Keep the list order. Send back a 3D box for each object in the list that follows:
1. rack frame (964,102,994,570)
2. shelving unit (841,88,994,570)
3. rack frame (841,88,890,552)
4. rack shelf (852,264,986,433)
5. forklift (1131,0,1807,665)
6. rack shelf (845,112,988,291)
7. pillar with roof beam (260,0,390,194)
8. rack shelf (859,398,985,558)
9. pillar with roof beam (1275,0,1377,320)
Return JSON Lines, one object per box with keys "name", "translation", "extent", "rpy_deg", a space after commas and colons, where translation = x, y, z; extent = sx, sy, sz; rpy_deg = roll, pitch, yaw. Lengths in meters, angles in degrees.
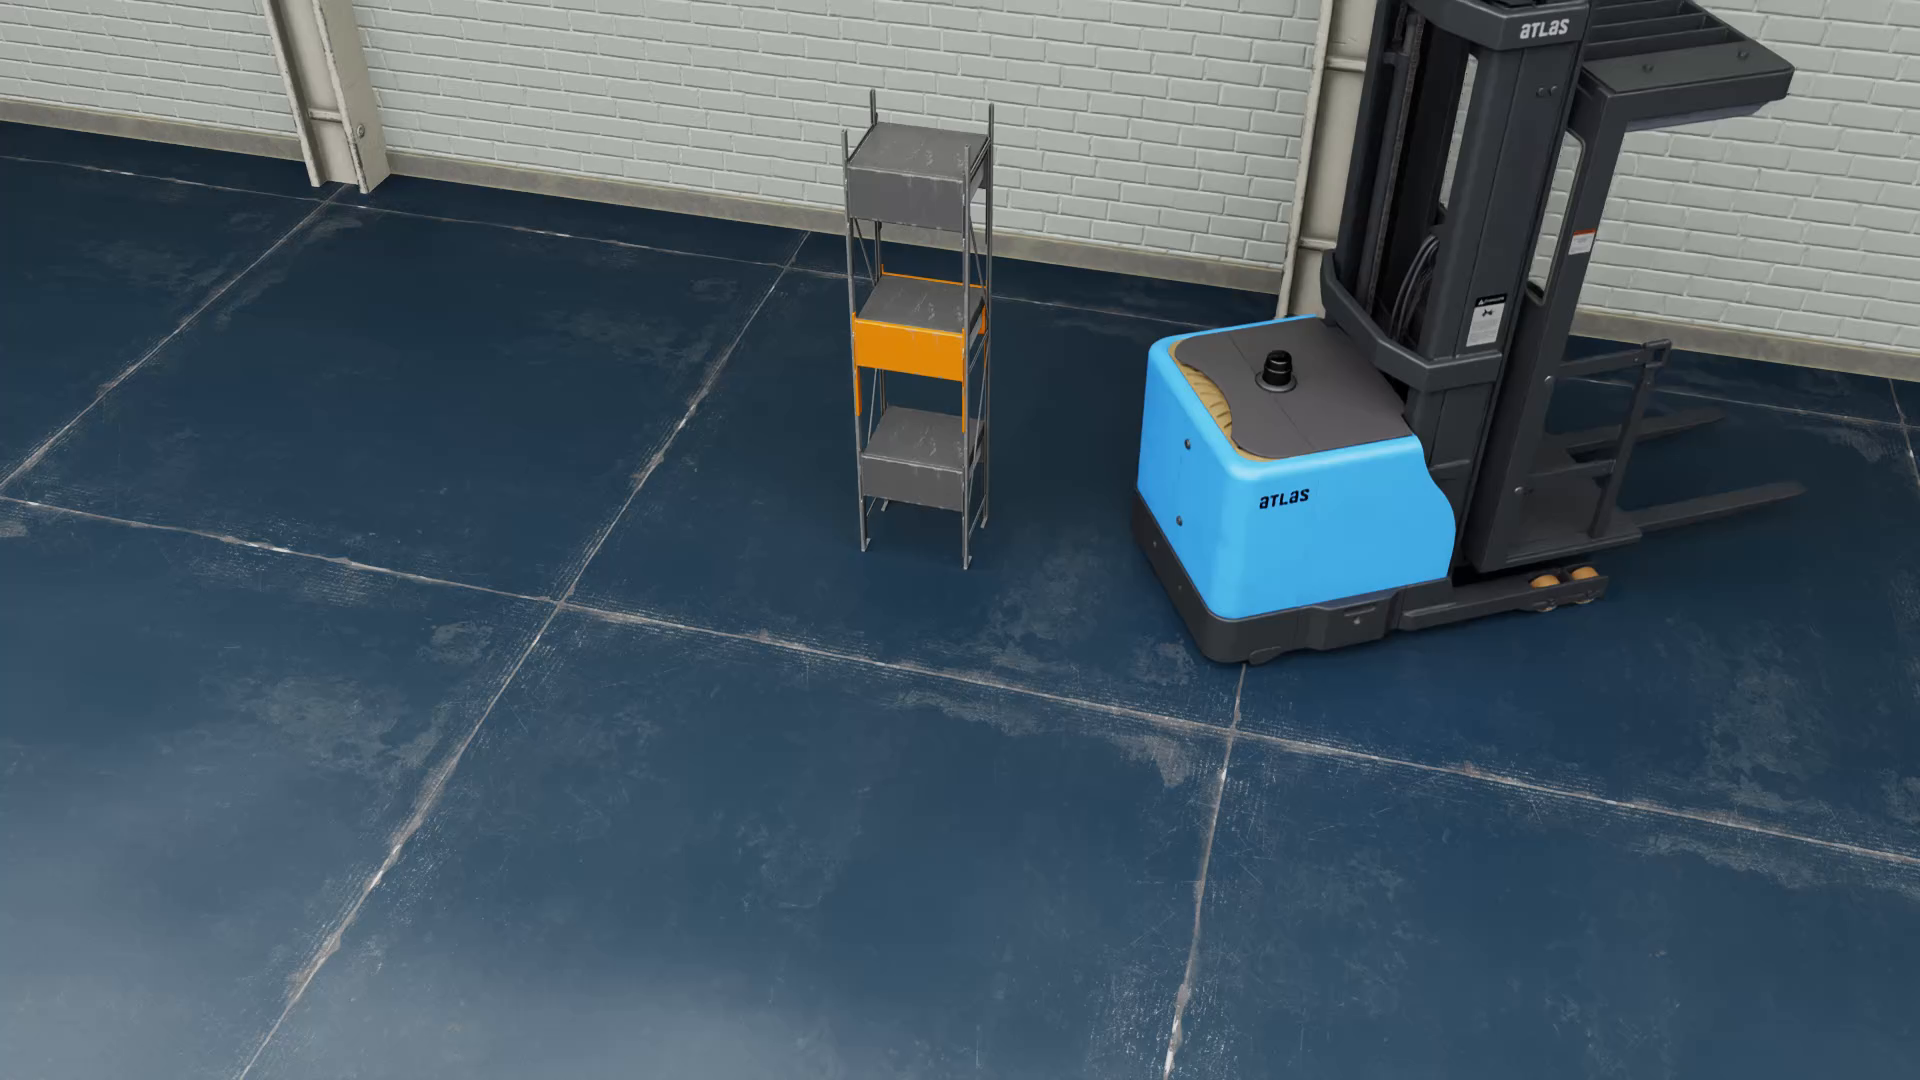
{"name": "rack frame", "translation": [0.076, -0.791, 7.059], "extent": [0.015, 2.100, 0.400], "rpy_deg": [10, 41, 11]}
{"name": "shelving unit", "translation": [-0.160, -0.832, 7.108], "extent": [0.503, 2.100, 0.431], "rpy_deg": [10, 41, 11]}
{"name": "rack frame", "translation": [-0.396, -0.872, 7.156], "extent": [0.015, 2.100, 0.400], "rpy_deg": [10, 41, 11]}
{"name": "rack shelf", "translation": [-0.160, -0.821, 7.116], "extent": [0.480, 0.518, 0.431], "rpy_deg": [10, 41, 11]}
{"name": "forklift", "translation": [2.367, -1.122, 6.806], "extent": [3.031, 2.935, 1.130], "rpy_deg": [-10, 41, -12]}
{"name": "rack shelf", "translation": [-0.160, -1.357, 6.666], "extent": [0.480, 0.518, 0.431], "rpy_deg": [10, 41, 11]}
{"name": "pillar with roof beam", "translation": [-4.935, -3.047, 4.381], "extent": [0.400, 9.000, 9.100], "rpy_deg": [10, 41, 11]}
{"name": "rack shelf", "translation": [-0.160, -0.285, 7.566], "extent": [0.480, 0.518, 0.431], "rpy_deg": [10, 41, 11]}
{"name": "pillar with roof beam", "translation": [0.862, -2.049, 3.193], "extent": [0.400, 9.000, 9.100], "rpy_deg": [10, 41, 11]}
